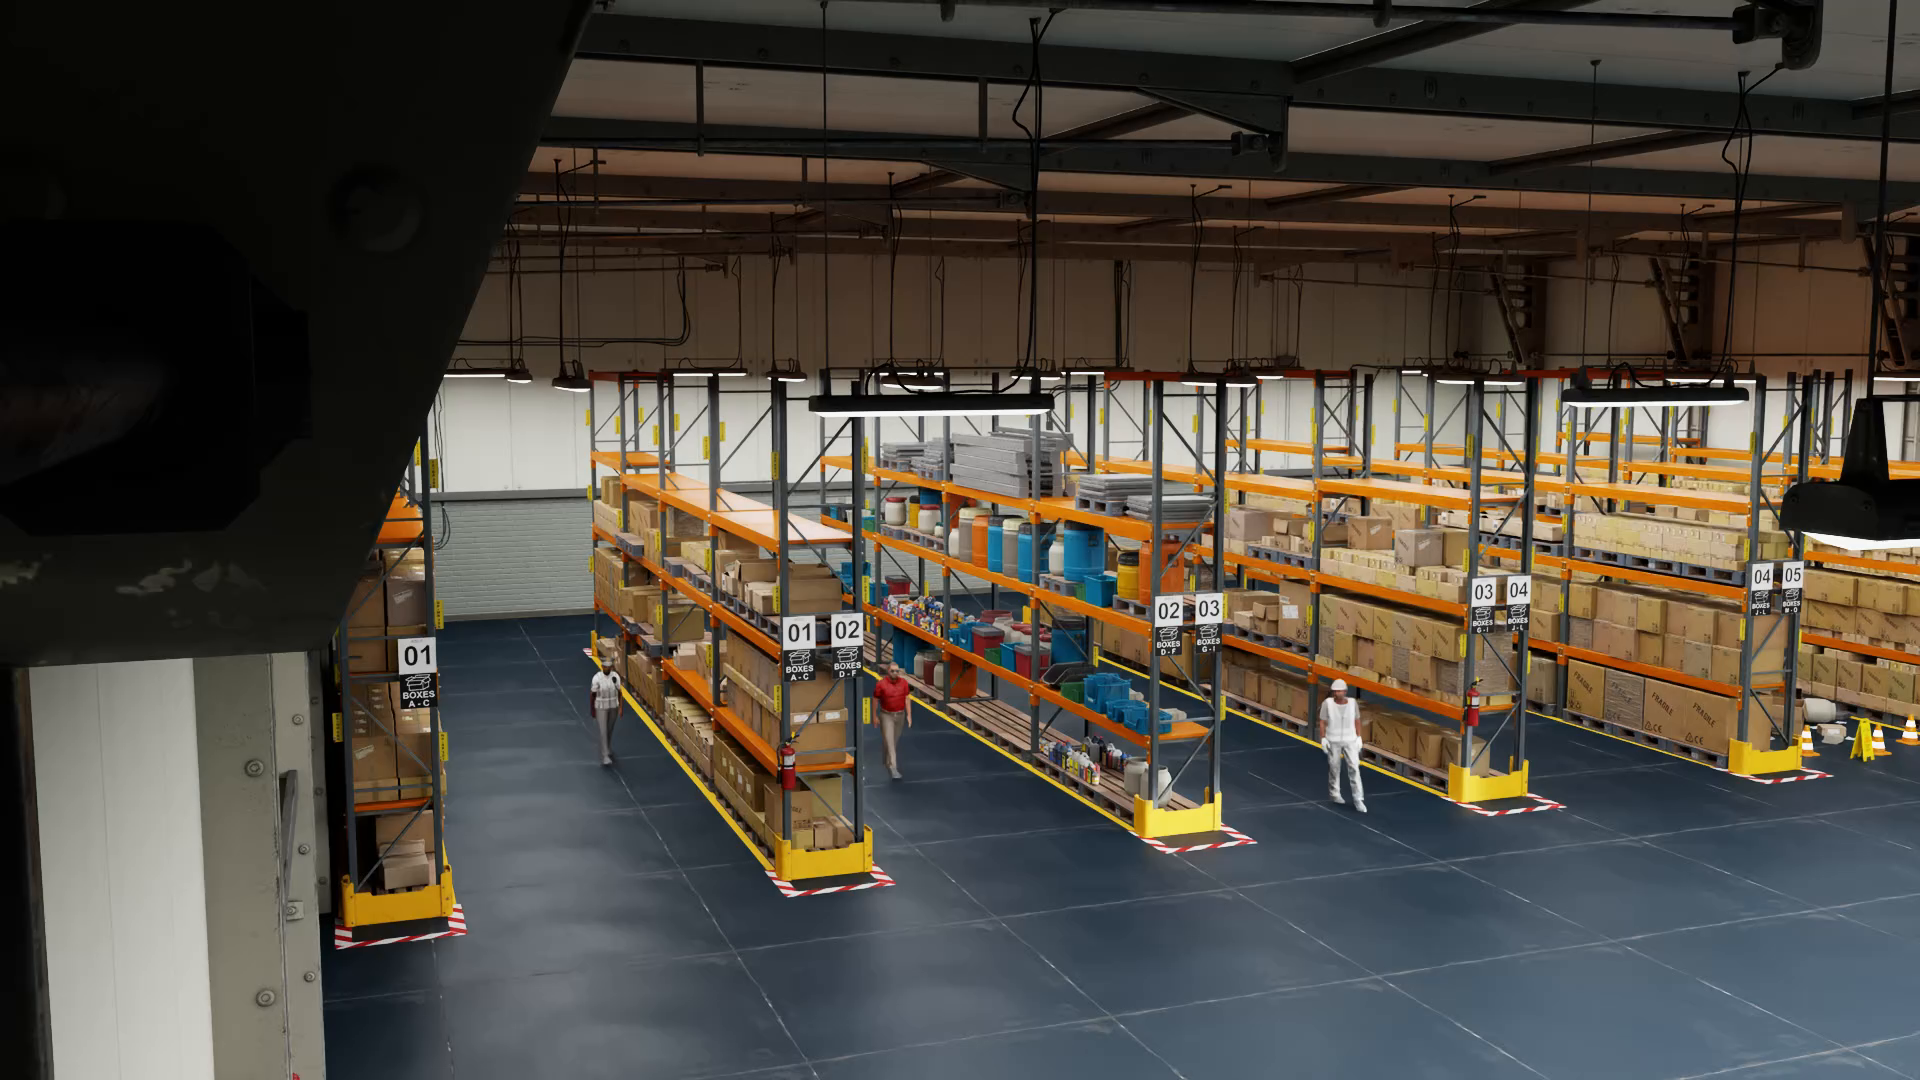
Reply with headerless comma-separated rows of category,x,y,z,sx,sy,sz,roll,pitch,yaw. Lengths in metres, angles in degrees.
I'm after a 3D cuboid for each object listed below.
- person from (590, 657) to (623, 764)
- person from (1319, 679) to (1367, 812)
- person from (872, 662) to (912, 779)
person,-5.470,2.618,25.865,0.469,1.623,0.970,-4,8,-33
person,5.368,2.851,23.293,0.644,1.788,0.641,1,6,7
person,-0.983,2.678,25.069,0.547,1.677,0.984,-4,8,-32
